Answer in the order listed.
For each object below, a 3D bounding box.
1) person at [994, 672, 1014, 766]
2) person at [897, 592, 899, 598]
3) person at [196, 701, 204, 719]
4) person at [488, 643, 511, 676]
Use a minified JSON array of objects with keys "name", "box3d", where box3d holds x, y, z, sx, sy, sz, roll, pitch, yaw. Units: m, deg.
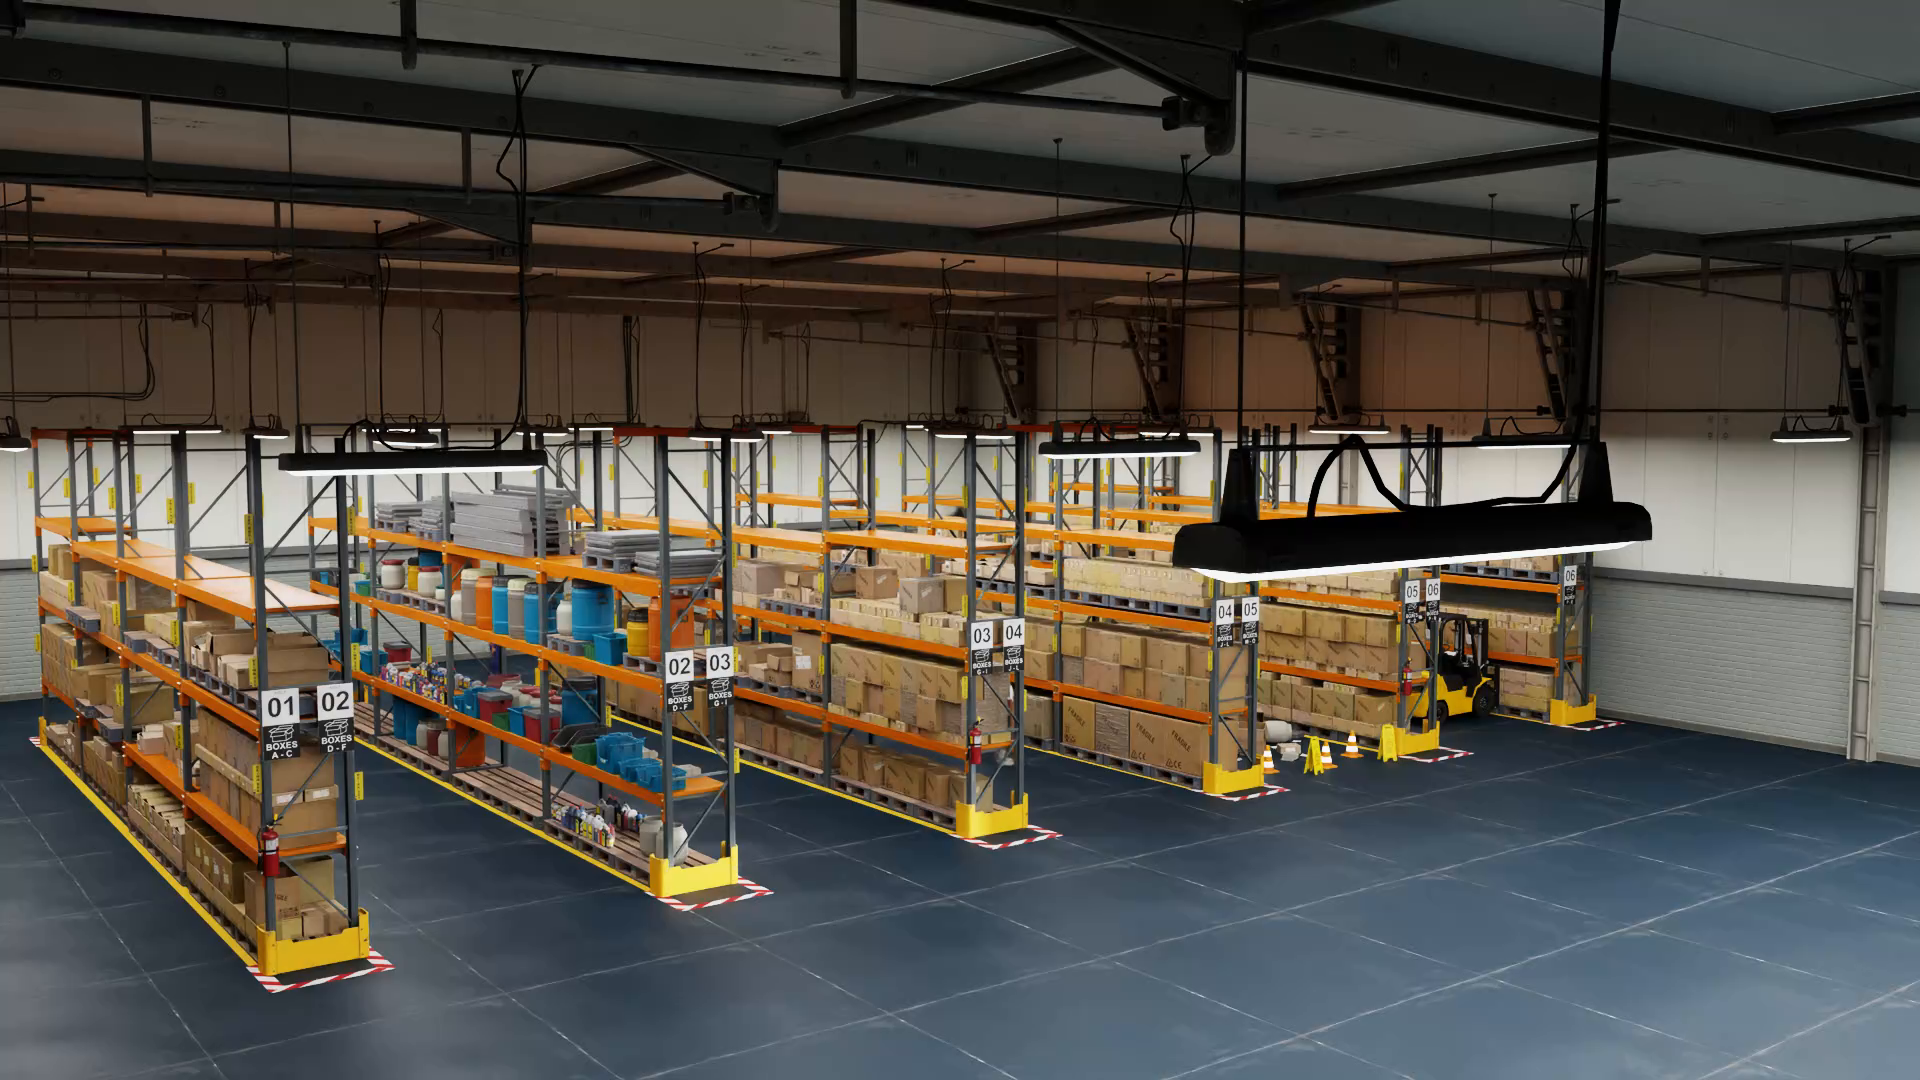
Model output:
[{"name":"person","box3d":[0.782,3.117,29.662,0.433,1.782,0.599,-3,5,-35]},{"name":"person","box3d":[-1.840,1.914,44.955,0.842,1.694,0.574,2,5,24]},{"name":"person","box3d":[-13.948,3.181,30.446,0.508,1.581,0.582,-1,5,-7]},{"name":"person","box3d":[-10.643,2.478,38.558,0.759,1.621,0.539,2,5,21]}]
